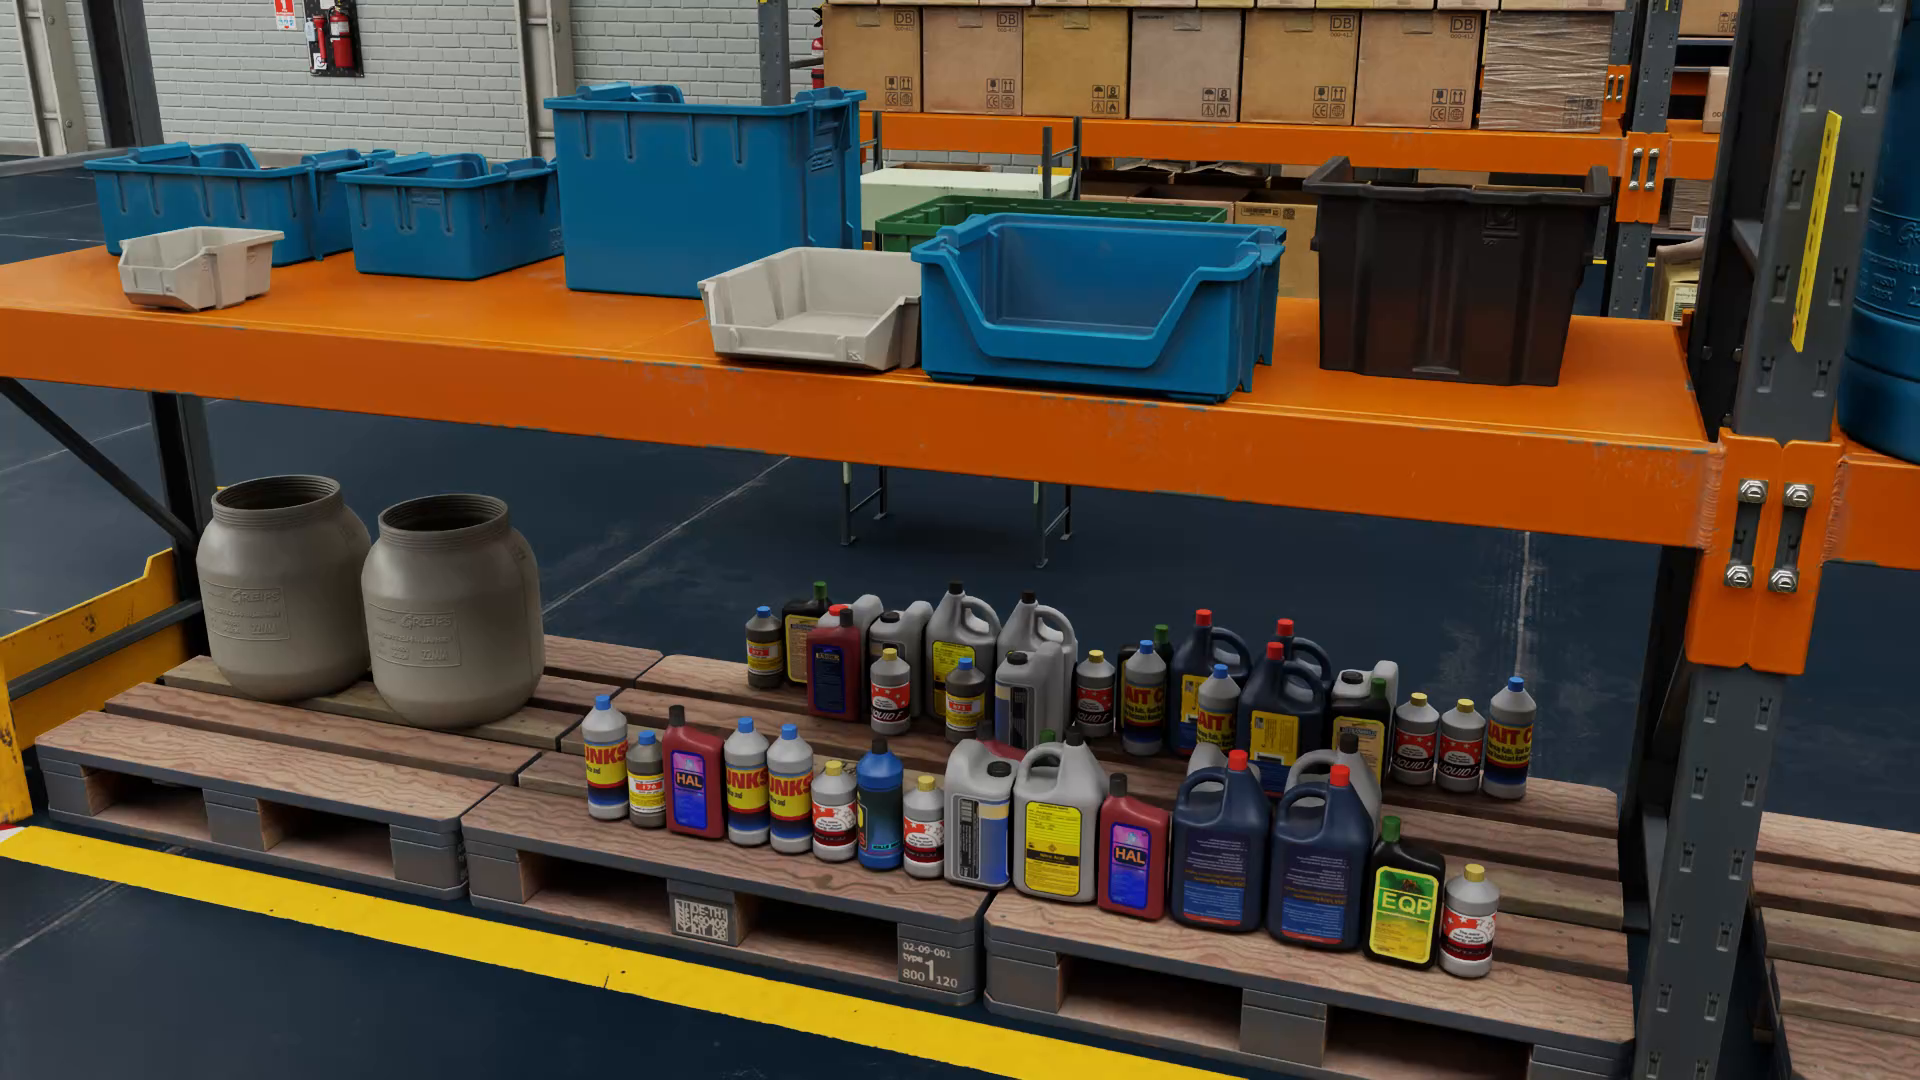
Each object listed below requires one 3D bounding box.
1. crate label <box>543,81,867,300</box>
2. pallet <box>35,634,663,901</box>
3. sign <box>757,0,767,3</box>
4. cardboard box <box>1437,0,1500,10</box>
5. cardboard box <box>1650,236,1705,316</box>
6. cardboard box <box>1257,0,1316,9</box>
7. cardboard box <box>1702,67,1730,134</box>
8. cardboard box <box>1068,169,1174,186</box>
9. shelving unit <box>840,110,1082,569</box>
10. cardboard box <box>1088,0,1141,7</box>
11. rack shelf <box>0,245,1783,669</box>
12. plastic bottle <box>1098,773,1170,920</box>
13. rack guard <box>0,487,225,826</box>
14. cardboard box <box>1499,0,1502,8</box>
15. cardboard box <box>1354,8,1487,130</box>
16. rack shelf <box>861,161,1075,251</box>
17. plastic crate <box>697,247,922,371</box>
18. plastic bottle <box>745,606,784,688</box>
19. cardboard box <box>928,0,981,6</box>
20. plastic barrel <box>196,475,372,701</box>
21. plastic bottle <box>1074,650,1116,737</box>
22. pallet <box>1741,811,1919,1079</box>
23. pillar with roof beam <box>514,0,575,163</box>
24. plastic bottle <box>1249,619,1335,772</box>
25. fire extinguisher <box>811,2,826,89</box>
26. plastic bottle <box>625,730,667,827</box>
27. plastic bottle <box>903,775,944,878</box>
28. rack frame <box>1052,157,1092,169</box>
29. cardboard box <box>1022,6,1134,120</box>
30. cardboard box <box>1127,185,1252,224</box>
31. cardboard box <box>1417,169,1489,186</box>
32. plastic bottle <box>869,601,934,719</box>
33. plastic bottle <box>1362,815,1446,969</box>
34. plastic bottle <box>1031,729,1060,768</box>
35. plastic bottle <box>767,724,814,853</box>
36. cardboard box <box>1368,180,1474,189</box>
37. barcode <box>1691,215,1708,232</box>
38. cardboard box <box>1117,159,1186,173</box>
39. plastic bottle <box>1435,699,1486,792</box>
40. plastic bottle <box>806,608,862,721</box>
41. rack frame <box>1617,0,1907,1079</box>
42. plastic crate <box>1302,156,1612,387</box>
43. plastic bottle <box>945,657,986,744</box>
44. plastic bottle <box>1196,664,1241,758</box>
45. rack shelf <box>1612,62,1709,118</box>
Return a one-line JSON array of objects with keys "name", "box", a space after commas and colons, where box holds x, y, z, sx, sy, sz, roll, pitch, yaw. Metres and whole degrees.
[{"name": "crate label", "box": [-0.558, -0.806, 3.777, 0.616, 0.435, 0.502, 7, 20, 18]}, {"name": "pallet", "box": [-1.532, 0.496, 4.332, 1.213, 0.211, 1.003, 7, 20, 18]}, {"name": "sign", "box": [-0.944, -2.718, 7.880, 0.005, 0.325, 0.100, 7, 20, 18]}, {"name": "cardboard box", "box": [2.214, -2.382, 7.216, 0.250, 0.149, 0.380, 6, 20, 16]}, {"name": "cardboard box", "box": [3.499, -1.221, 7.710, 0.500, 0.311, 0.500, 7, 20, 18]}, {"name": "cardboard box", "box": [1.496, -2.465, 7.454, 0.250, 0.149, 0.380, 7, 20, 20]}, {"name": "cardboard box", "box": [3.502, -1.901, 7.200, 0.500, 0.250, 0.500, 8, 21, 21]}, {"name": "cardboard box", "box": [0.797, -1.629, 8.591, 0.500, 0.500, 0.500, 7, 20, 18]}, {"name": "shelving unit", "box": [-0.006, -0.709, 5.831, 0.755, 1.500, 0.431, 7, 20, 18]}, {"name": "cardboard box", "box": [0.761, -2.549, 7.694, 0.250, 0.149, 0.380, 6, 20, 17]}, {"name": "rack shelf", "box": [-0.496, -0.348, 3.610, 4.000, 0.370, 1.077, 7, 20, 18]}, {"name": "plastic bottle", "box": [0.341, 0.598, 3.262, 0.133, 0.283, 0.061, 8, 21, 22]}, {"name": "rack guard", "box": [-2.298, 0.270, 4.541, 0.348, 0.500, 1.175, 7, 20, 18]}, {"name": "cardboard box", "box": [2.350, -2.508, 7.578, 0.250, 0.149, 0.380, 6, 20, 17]}, {"name": "cardboard box", "box": [2.101, -2.159, 7.562, 0.500, 0.500, 0.700, 6, 20, 17]}, {"name": "rack shelf", "box": [-0.006, -1.077, 5.703, 0.720, 0.370, 0.431, 7, 20, 18]}, {"name": "plastic crate", "box": [-0.224, -0.444, 3.193, 0.437, 0.136, 0.530, 7, 20, 18]}, {"name": "plastic bottle", "box": [-0.507, 0.272, 4.322, 0.097, 0.201, 0.097, 0, 19, 0]}, {"name": "cardboard box", "box": [0.029, -2.632, 7.934, 0.250, 0.149, 0.380, 7, 20, 18]}, {"name": "plastic barrel", "box": [-1.738, 0.120, 4.316, 0.421, 0.512, 0.421, 0, 19, 0]}, {"name": "plastic bottle", "box": [0.329, 0.368, 4.048, 0.097, 0.201, 0.097, 0, 19, 0]}, {"name": "pallet", "box": [2.148, 0.918, 3.122, 1.213, 0.211, 1.003, 7, 20, 18]}, {"name": "pillar with roof beam", "box": [-5.269, -6.320, 10.535, 0.400, 9.000, 9.100, 7, 20, 18]}, {"name": "plastic bottle", "box": [0.767, 0.355, 3.856, 0.185, 0.351, 0.144, 7, 20, 20]}, {"name": "fire extinguisher", "box": [-0.715, -2.564, 8.992, 0.183, 0.674, 0.296, 7, 20, 18]}, {"name": "plastic bottle", "box": [-0.677, 0.514, 3.628, 0.097, 0.201, 0.097, 0, 19, 0]}, {"name": "plastic bottle", "box": [-0.069, 0.583, 3.428, 0.097, 0.201, 0.097, 0, 19, 0]}, {"name": "rack frame", "box": [0.866, -3.984, 12.948, 0.127, 3.000, 1.000, 7, 20, 18]}, {"name": "cardboard box", "box": [0.645, -2.326, 8.039, 0.500, 0.500, 0.700, 7, 20, 18]}, {"name": "cardboard box", "box": [1.093, -1.407, 7.957, 0.500, 0.500, 0.500, 7, 20, 18]}, {"name": "cardboard box", "box": [3.651, -2.679, 12.334, 0.500, 0.500, 0.500, 5, 20, 14]}, {"name": "plastic bottle", "box": [-0.146, 0.288, 4.164, 0.135, 0.276, 0.152, 6, 20, 17]}, {"name": "plastic bottle", "box": [0.831, 0.654, 3.101, 0.133, 0.283, 0.061, 8, 21, 21]}, {"name": "plastic bottle", "box": [0.213, 0.533, 3.448, 0.133, 0.283, 0.061, 7, 20, 18]}, {"name": "plastic bottle", "box": [-0.357, 0.517, 3.511, 0.097, 0.271, 0.097, 0, 19, 0]}, {"name": "cardboard box", "box": [2.212, -1.464, 8.120, 0.500, 0.500, 0.500, 7, 20, 18]}, {"name": "barcode", "box": [3.127, -1.335, 7.020, 0.075, 0.075, 0.001, 7, 20, 18]}, {"name": "cardboard box", "box": [1.490, -2.819, 13.024, 0.500, 0.311, 0.500, 4, 20, 12]}, {"name": "plastic bottle", "box": [1.140, 0.460, 3.781, 0.097, 0.201, 0.097, 0, 19, 0]}, {"name": "plastic bottle", "box": [-0.312, 0.302, 4.110, 0.133, 0.283, 0.061, 7, 20, 18]}, {"name": "rack frame", "box": [1.393, -0.472, 2.872, 0.127, 3.000, 1.000, 7, 20, 18]}, {"name": "plastic crate", "box": [0.940, -0.538, 3.158, 0.504, 0.338, 0.767, 7, 20, 18]}, {"name": "plastic bottle", "box": [0.013, 0.382, 4.007, 0.097, 0.201, 0.097, 0, 19, 0]}, {"name": "plastic bottle", "box": [0.590, 0.415, 3.806, 0.097, 0.271, 0.097, 0, 19, 0]}, {"name": "rack shelf", "box": [6.534, -2.996, 11.208, 4.000, 0.370, 1.077, 7, 20, 18]}]
